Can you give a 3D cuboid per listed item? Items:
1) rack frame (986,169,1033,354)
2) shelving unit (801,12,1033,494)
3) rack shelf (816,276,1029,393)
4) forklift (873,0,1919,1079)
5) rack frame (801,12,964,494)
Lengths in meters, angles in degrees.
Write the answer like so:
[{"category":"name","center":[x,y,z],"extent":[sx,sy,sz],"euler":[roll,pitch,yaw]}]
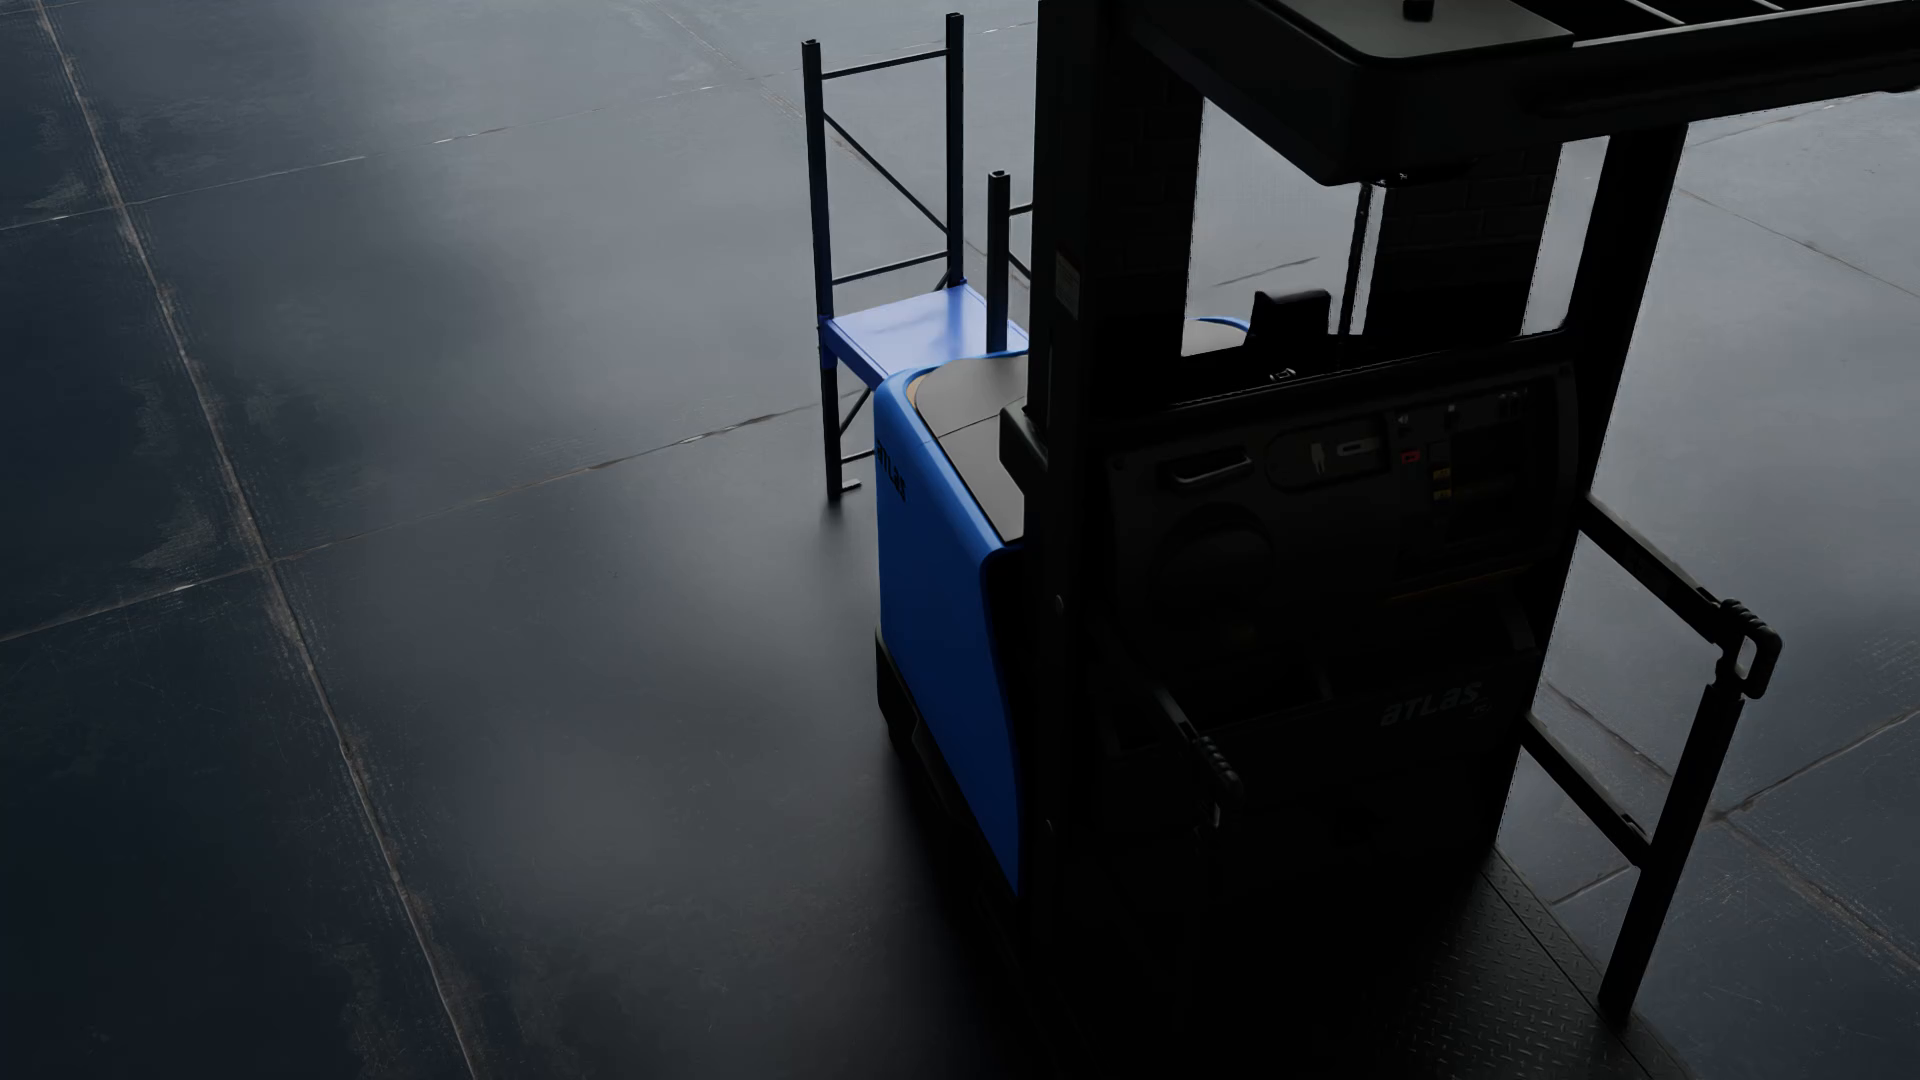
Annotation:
[{"category":"rack frame","center":[0.290,-0.316,4.411],"extent":[0.500,1.500,0.032],"euler":[-19,40,-24]},{"category":"shelving unit","center":[0.038,-0.576,4.768],"extent":[0.538,1.500,1.048],"euler":[-19,40,-24]},{"category":"rack shelf","center":[0.038,-0.431,4.874],"extent":[0.538,0.185,1.000],"euler":[-19,40,-24]},{"category":"forklift","center":[0.761,0.001,2.764],"extent":[1.130,2.935,3.031],"euler":[-12,38,-16]},{"category":"rack frame","center":[-0.214,-0.837,5.124],"extent":[0.500,1.500,0.032],"euler":[-19,40,-24]}]
